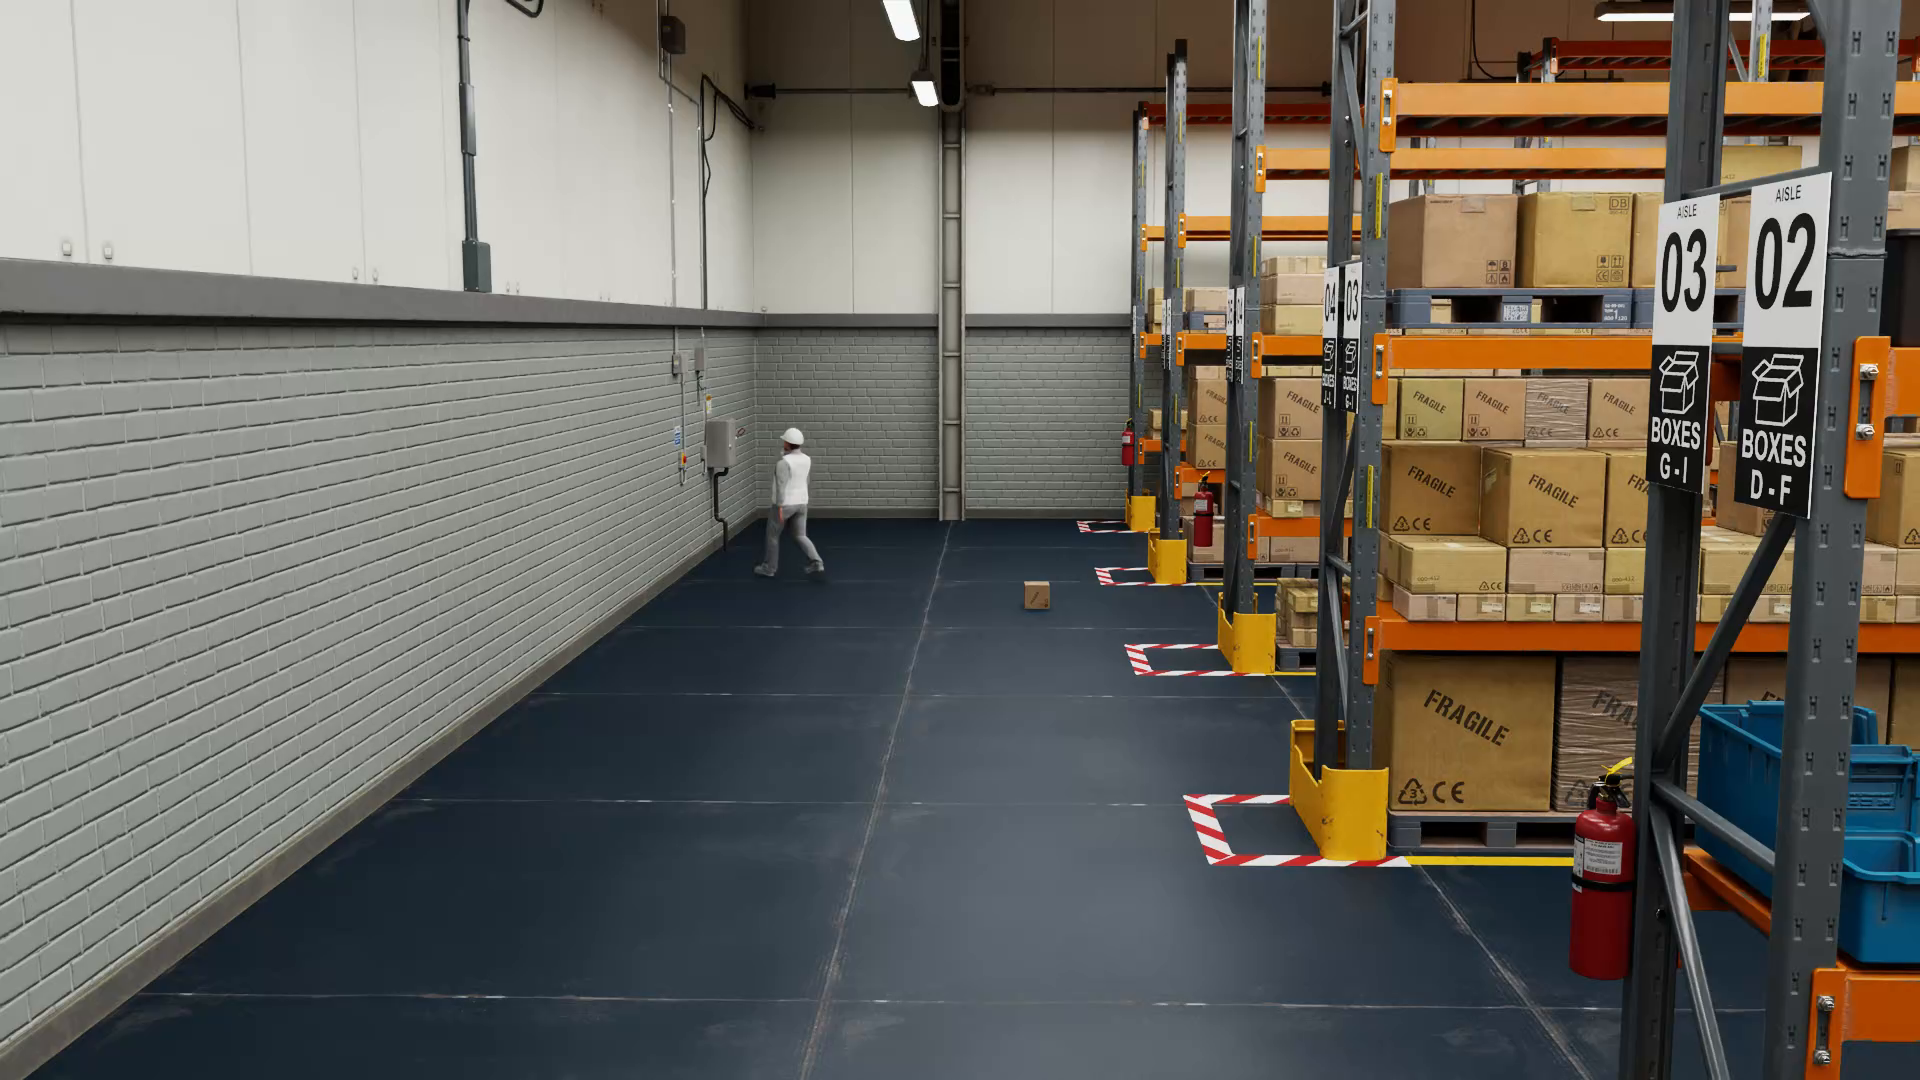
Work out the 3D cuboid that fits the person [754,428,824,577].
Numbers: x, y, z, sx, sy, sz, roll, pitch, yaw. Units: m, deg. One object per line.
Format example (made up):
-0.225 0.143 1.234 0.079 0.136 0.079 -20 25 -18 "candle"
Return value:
-1.981 -0.427 19.160 0.919 1.736 0.554 6 10 42 "person"
